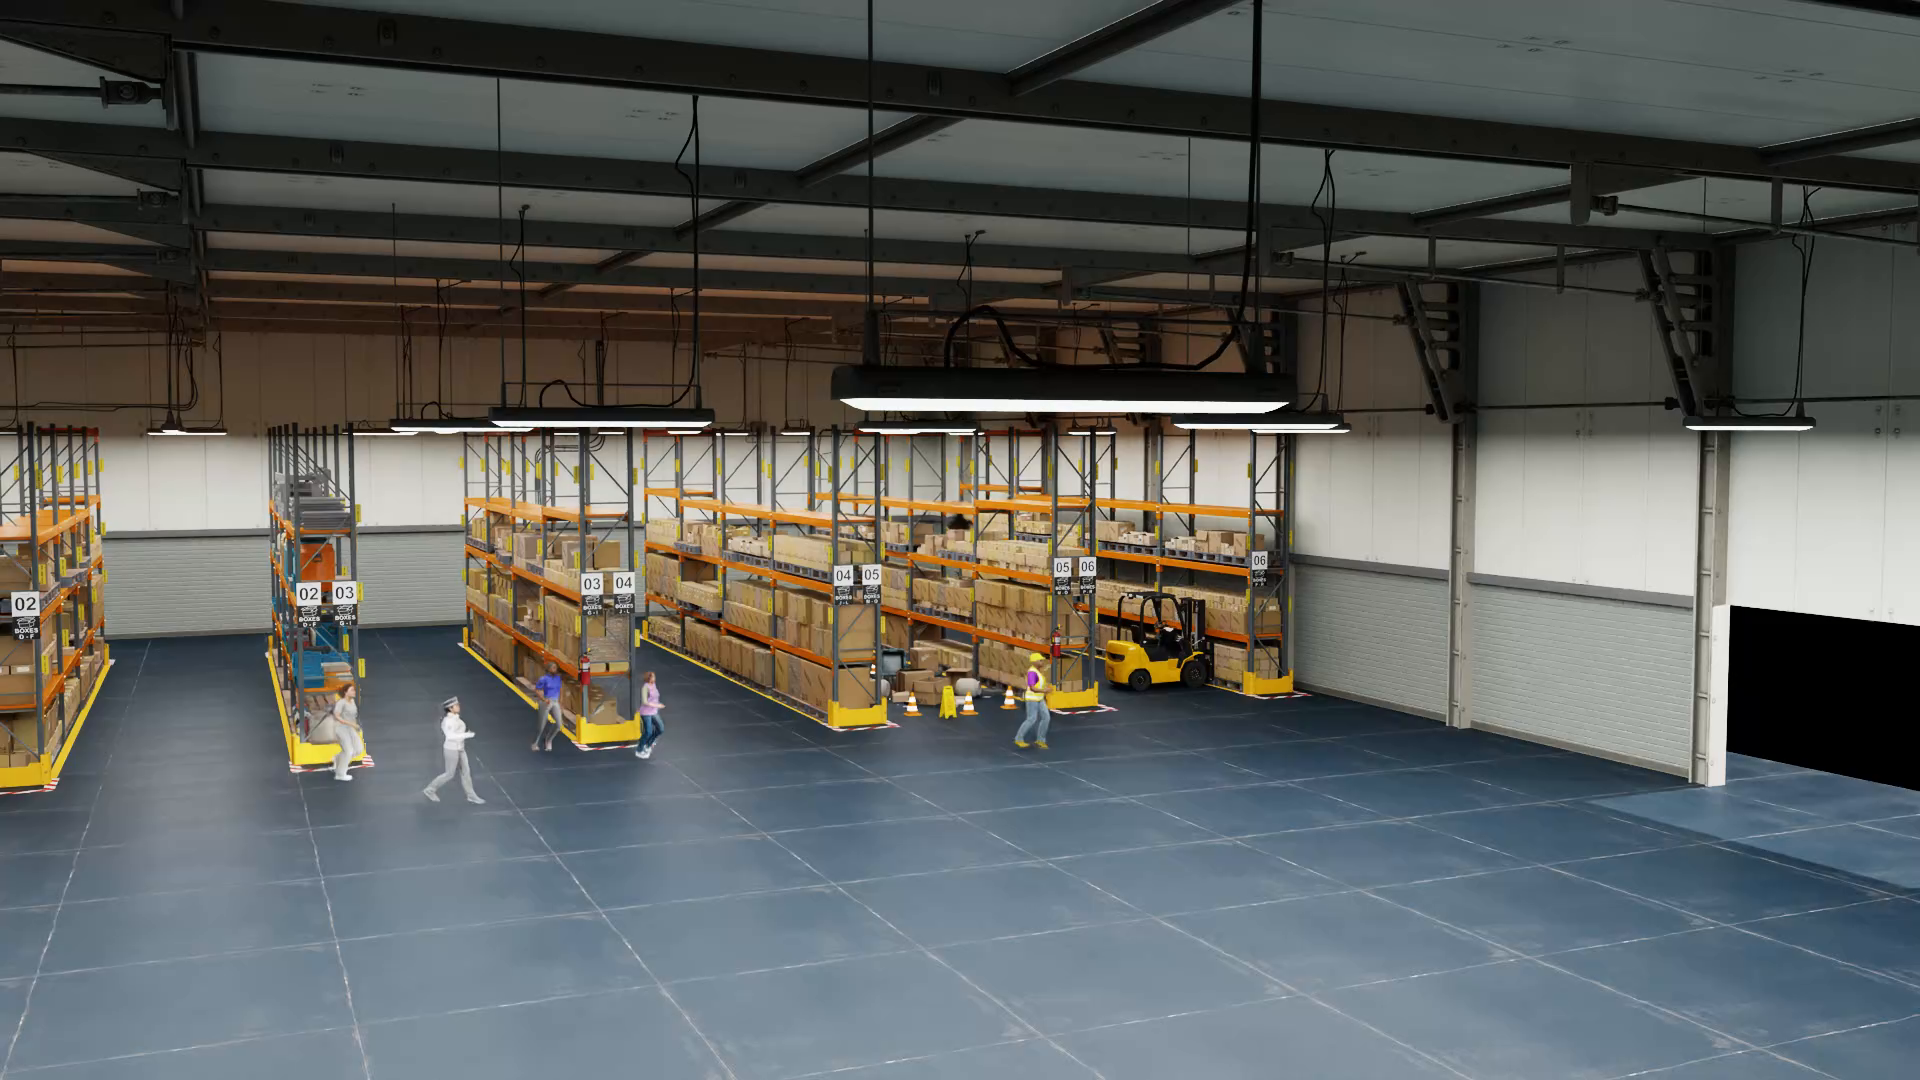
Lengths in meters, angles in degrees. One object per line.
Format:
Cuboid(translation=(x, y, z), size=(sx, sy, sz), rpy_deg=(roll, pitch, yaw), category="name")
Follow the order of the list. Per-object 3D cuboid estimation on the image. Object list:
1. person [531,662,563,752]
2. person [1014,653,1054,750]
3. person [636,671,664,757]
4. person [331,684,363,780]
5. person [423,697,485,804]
Cuboid(translation=(-7.519, 3.055, 30.547), size=(0.641, 1.633, 0.632), rpy_deg=(-3, 5, -42), category="person")
Cuboid(translation=(1.384, 2.989, 30.578), size=(0.754, 1.838, 0.719), rpy_deg=(1, 4, 18), category="person")
Cuboid(translation=(-5.518, 3.110, 29.744), size=(0.607, 1.565, 0.563), rpy_deg=(1, 4, 18), category="person")
Cuboid(translation=(-10.302, 3.218, 27.976), size=(0.624, 1.616, 0.595), rpy_deg=(1, 4, 14), category="person")
Cuboid(translation=(-7.869, 3.273, 25.834), size=(0.920, 1.701, 0.612), rpy_deg=(0, 3, -2), category="person")
